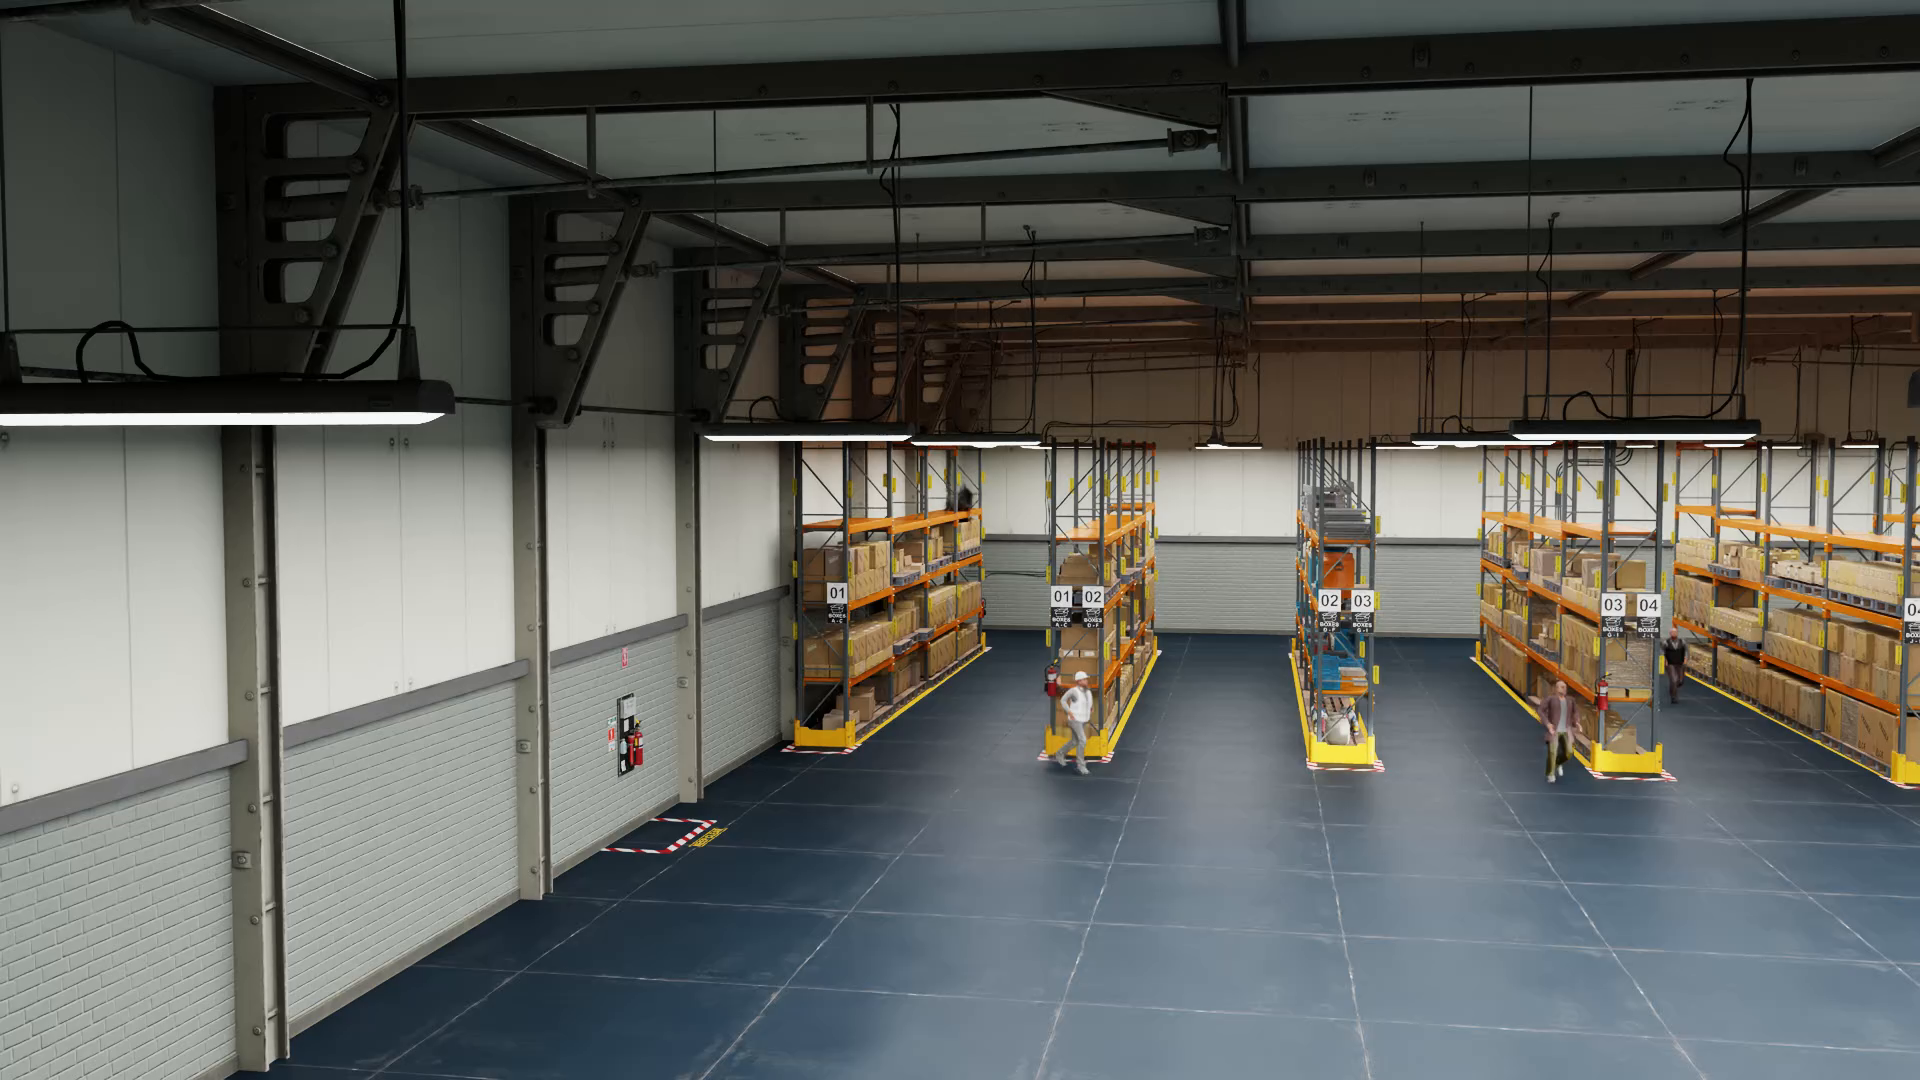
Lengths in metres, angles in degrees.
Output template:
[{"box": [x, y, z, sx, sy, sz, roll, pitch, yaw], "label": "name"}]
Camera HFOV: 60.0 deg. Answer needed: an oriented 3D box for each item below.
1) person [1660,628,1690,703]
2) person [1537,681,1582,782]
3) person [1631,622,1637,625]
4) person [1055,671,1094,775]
[{"box": [16.389, 2.869, 38.156, 0.660, 1.696, 0.578, 1, 3, 12], "label": "person"}, {"box": [10.478, 3.329, 29.083, 0.760, 1.725, 0.631, 0, 3, 0], "label": "person"}, {"box": [17.718, 2.579, 44.250, 0.714, 1.701, 0.701, 1, 3, 15], "label": "person"}, {"box": [2.105, 3.250, 29.908, 0.838, 1.805, 0.656, 2, 4, 39], "label": "person"}]
